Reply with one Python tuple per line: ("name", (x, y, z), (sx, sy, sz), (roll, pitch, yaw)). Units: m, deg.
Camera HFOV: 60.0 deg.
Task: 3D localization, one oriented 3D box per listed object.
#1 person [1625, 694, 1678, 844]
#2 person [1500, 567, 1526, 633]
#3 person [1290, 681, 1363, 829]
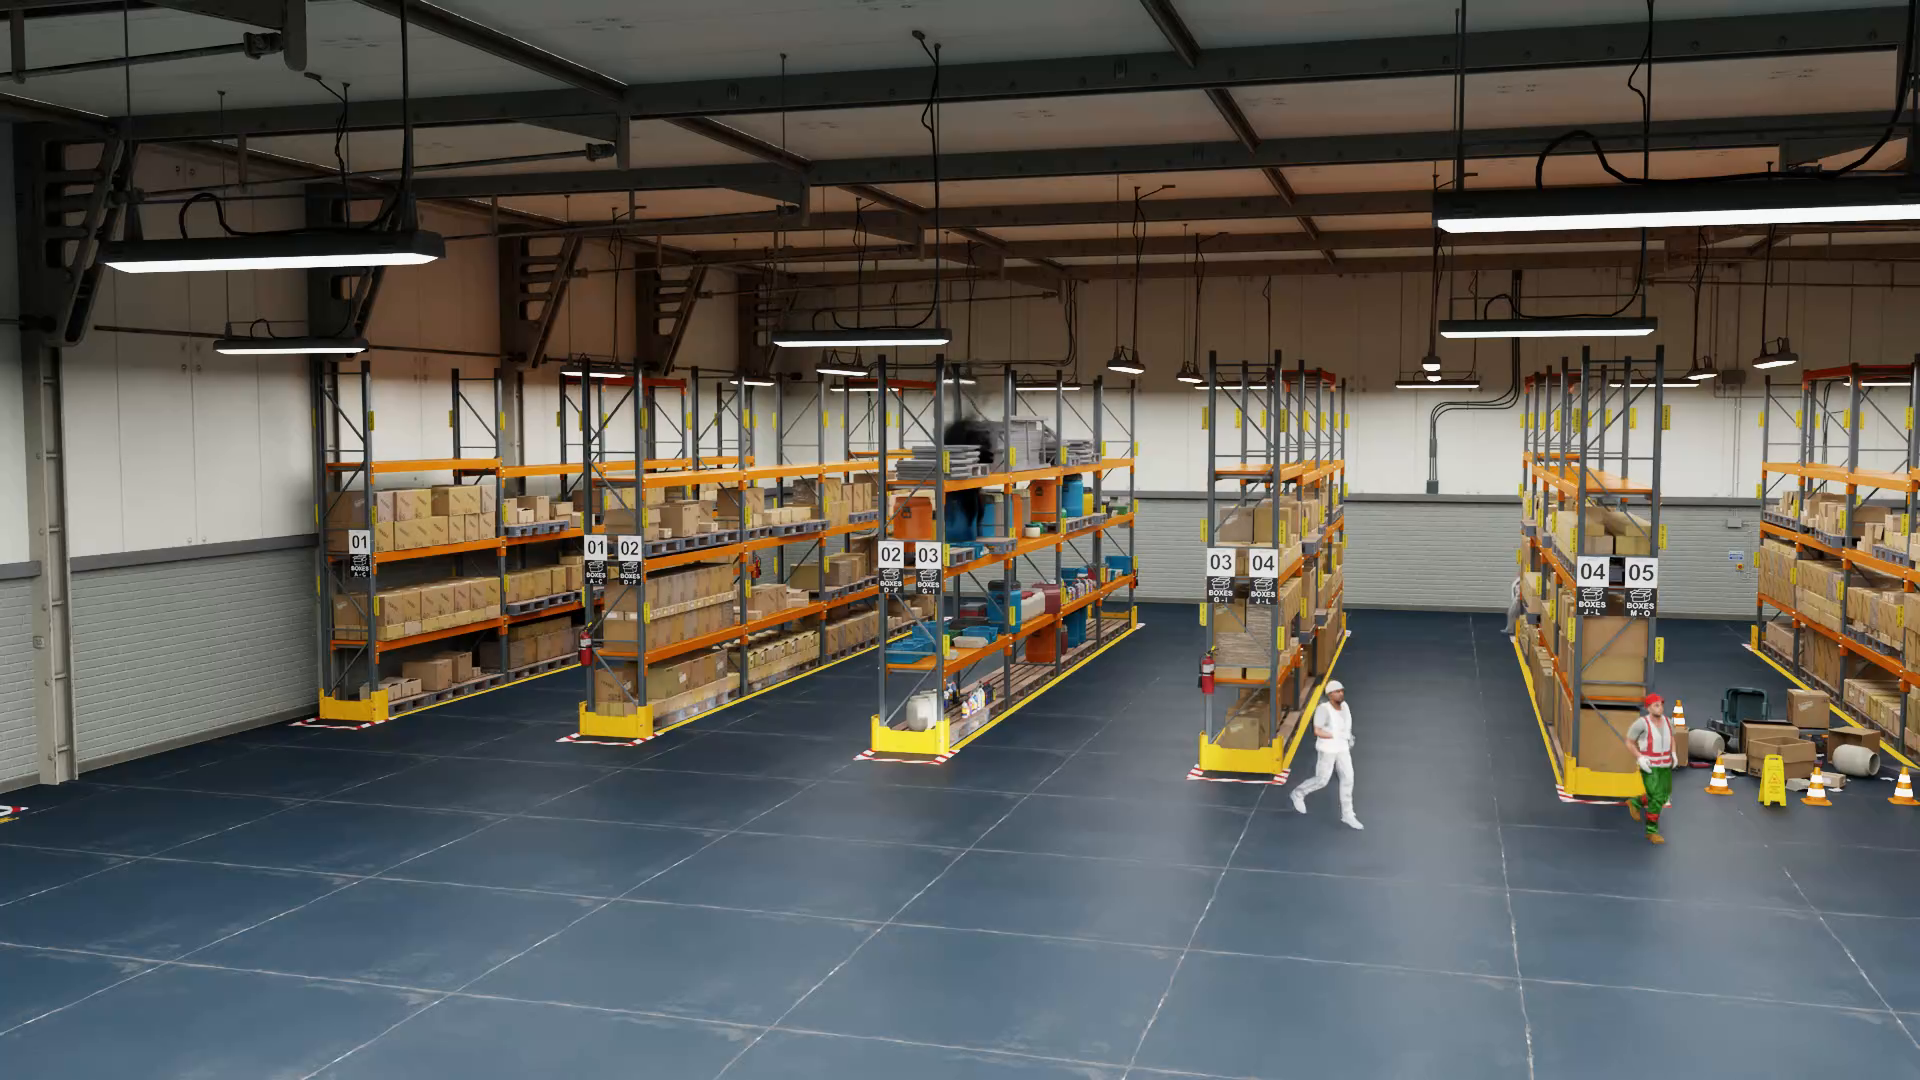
("person", (8.265, 2.706, 19.979), (0.662, 1.776, 0.688), (-1, 4, -16))
("person", (13.146, 1.417, 39.017), (0.801, 1.603, 0.768), (1, 4, 8))
("person", (4.605, 2.630, 20.698), (0.694, 1.791, 0.995), (-3, 5, -35))
